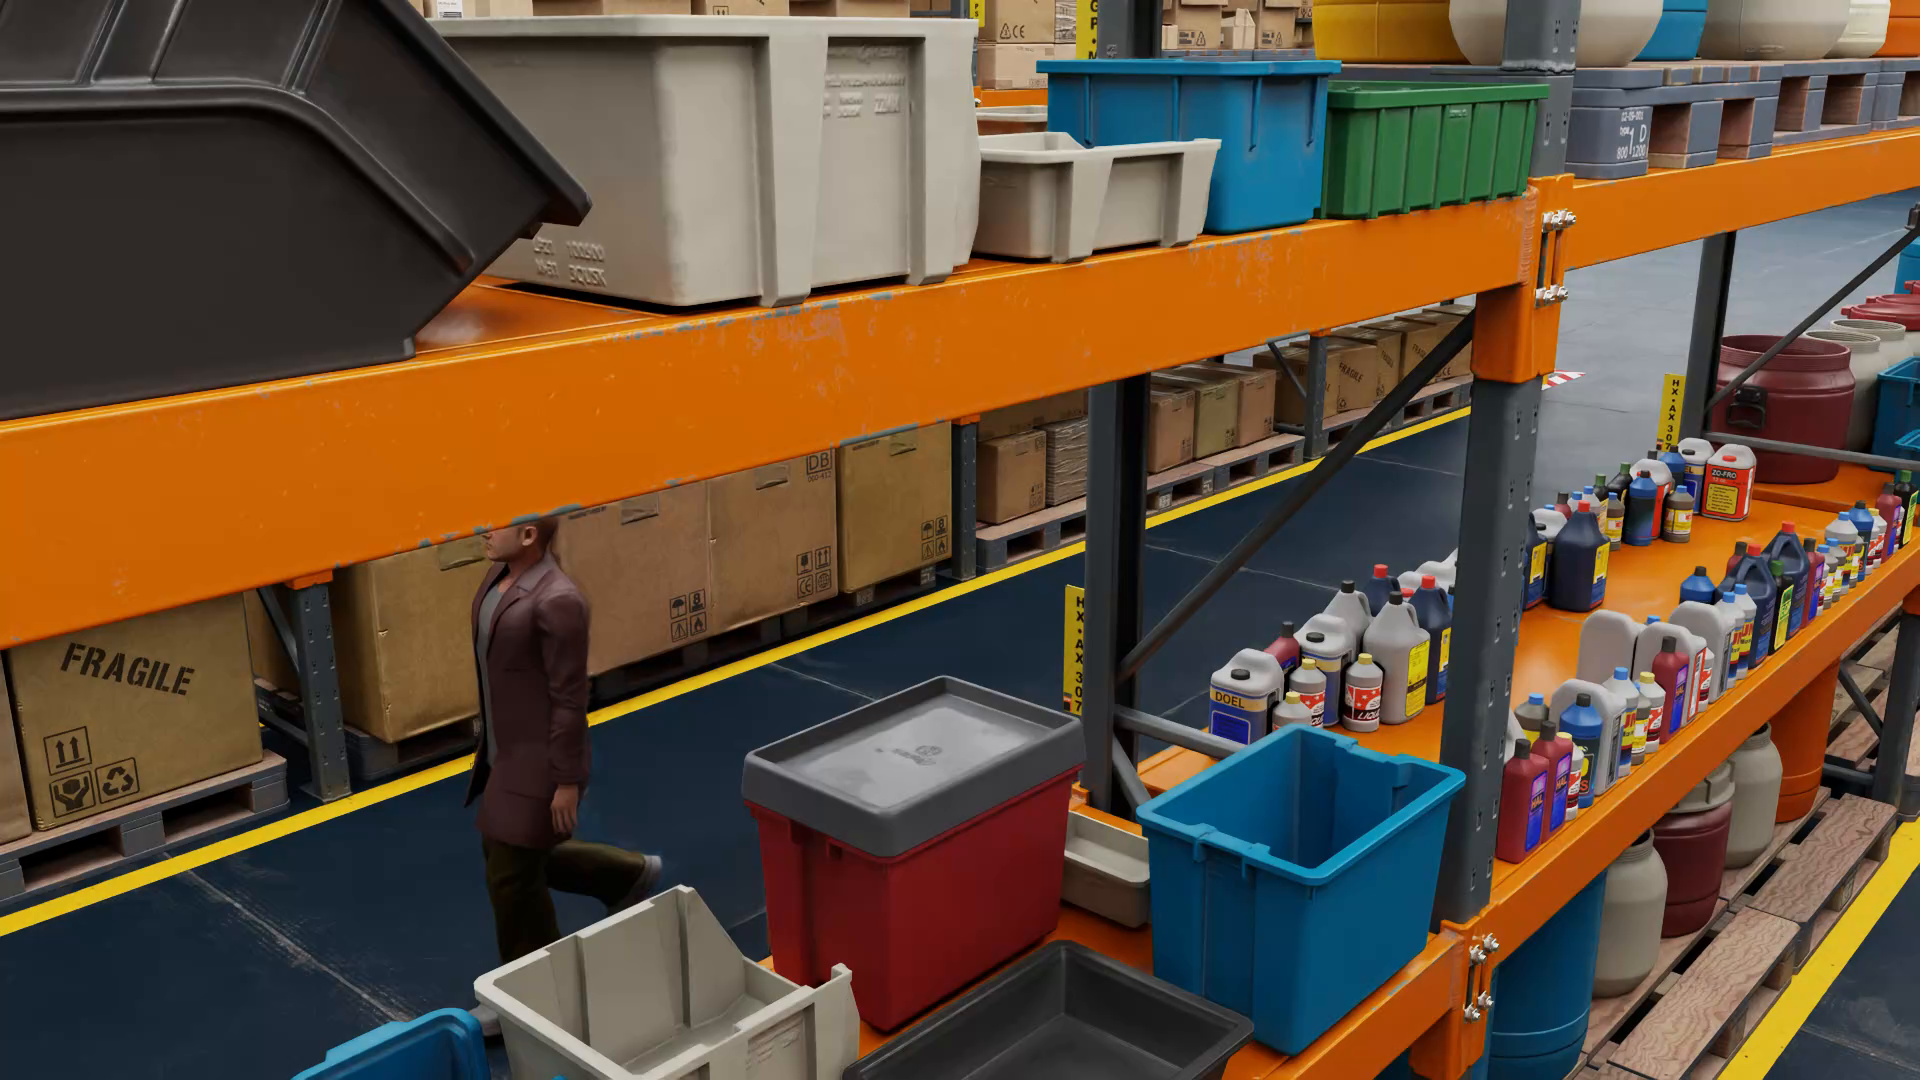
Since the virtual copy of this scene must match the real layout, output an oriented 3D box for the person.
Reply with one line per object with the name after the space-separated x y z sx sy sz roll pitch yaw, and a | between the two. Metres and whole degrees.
-1.309 0.662 5.292 0.780 1.754 0.605 -11 20 -33 | person
